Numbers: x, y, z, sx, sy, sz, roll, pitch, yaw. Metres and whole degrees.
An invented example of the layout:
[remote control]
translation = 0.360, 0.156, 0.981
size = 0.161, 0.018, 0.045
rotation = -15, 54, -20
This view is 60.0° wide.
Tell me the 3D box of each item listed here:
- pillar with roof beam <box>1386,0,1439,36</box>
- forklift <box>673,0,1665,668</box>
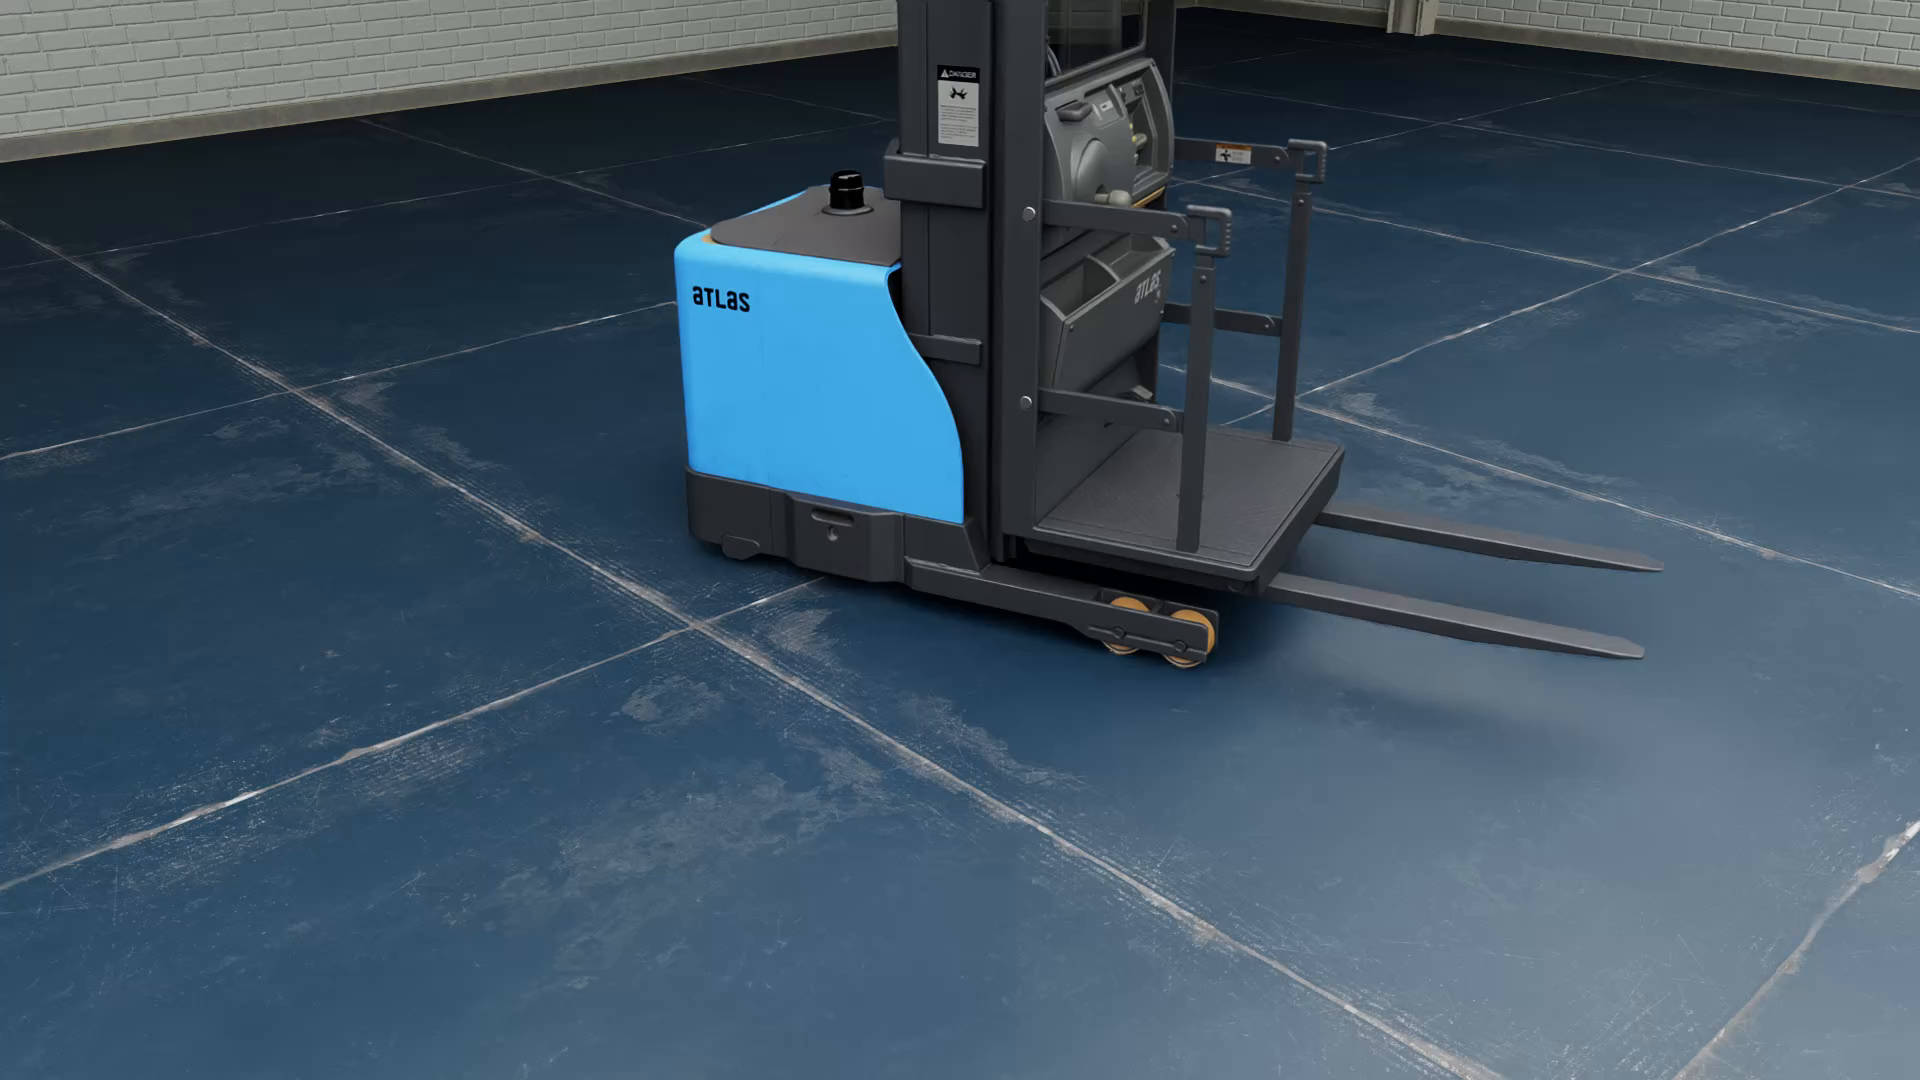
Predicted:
[pillar with roof beam]
translation = 1.558, -8.163, 12.802
size = 9.100, 9.000, 0.400
rotation = -21, 32, -38
[forklift]
translation = 0.635, -1.208, 4.866
size = 3.031, 2.935, 1.130
rotation = 11, 27, 23
